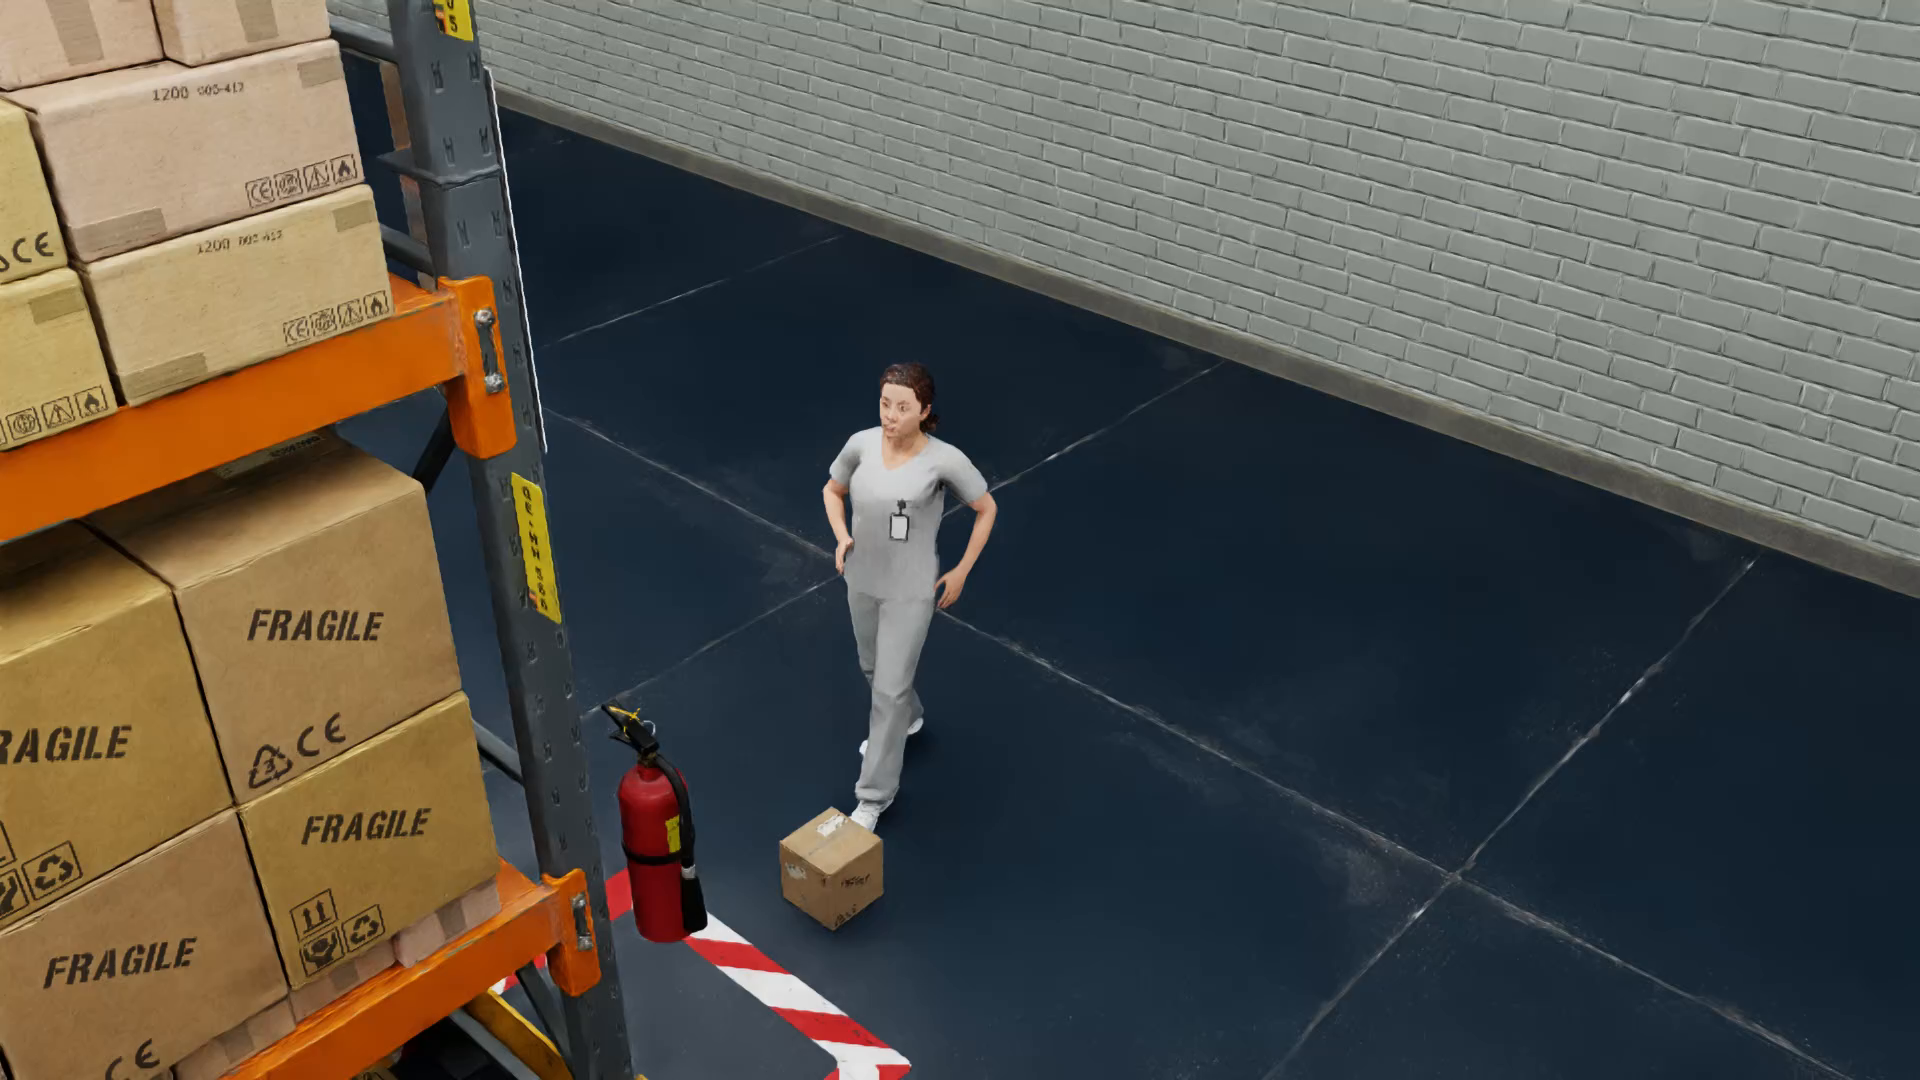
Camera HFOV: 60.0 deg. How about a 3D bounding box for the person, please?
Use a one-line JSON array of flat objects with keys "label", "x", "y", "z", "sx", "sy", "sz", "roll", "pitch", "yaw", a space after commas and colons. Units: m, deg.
[{"label": "person", "x": -0.266, "y": 0.208, "z": 5.787, "sx": 0.612, "sy": 1.665, "sz": 0.731, "roll": 15, "pitch": 34, "yaw": 22}]
